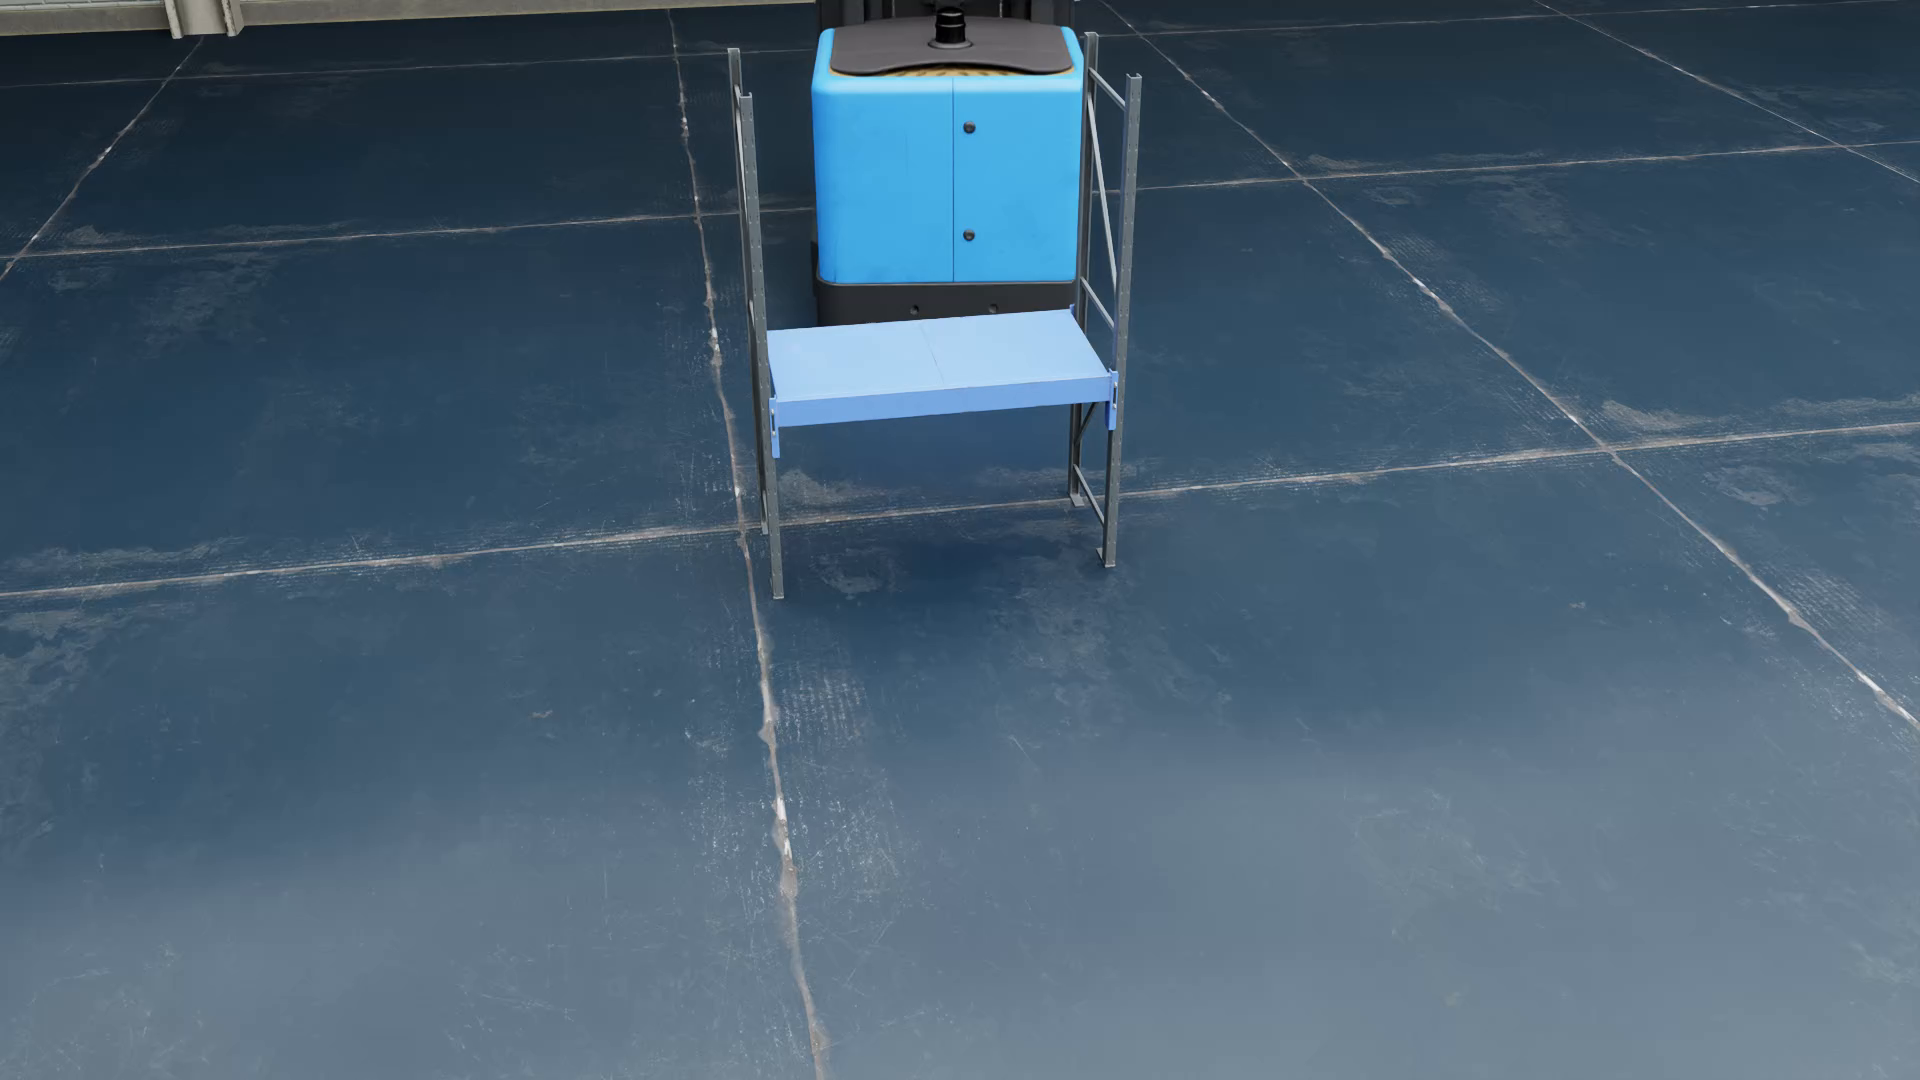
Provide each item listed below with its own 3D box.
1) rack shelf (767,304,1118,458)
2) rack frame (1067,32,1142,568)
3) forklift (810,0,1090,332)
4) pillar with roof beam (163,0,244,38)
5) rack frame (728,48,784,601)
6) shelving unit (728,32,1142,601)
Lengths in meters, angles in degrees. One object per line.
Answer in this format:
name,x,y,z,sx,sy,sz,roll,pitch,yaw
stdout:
rack shelf,-0.084,-0.484,4.948,1.000,0.185,0.538,-5,31,-9
rack frame,0.416,-0.685,4.936,0.032,1.500,0.500,-5,31,-9
forklift,-0.071,-2.732,7.004,1.130,2.935,3.031,-1,30,-2
pillar with roof beam,-4.165,-5.078,5.008,0.400,9.000,9.100,-5,31,-9
rack frame,-0.584,-0.592,4.778,0.032,1.500,0.500,-5,31,-9
shelving unit,-0.084,-0.639,4.857,1.048,1.500,0.538,-5,31,-9
